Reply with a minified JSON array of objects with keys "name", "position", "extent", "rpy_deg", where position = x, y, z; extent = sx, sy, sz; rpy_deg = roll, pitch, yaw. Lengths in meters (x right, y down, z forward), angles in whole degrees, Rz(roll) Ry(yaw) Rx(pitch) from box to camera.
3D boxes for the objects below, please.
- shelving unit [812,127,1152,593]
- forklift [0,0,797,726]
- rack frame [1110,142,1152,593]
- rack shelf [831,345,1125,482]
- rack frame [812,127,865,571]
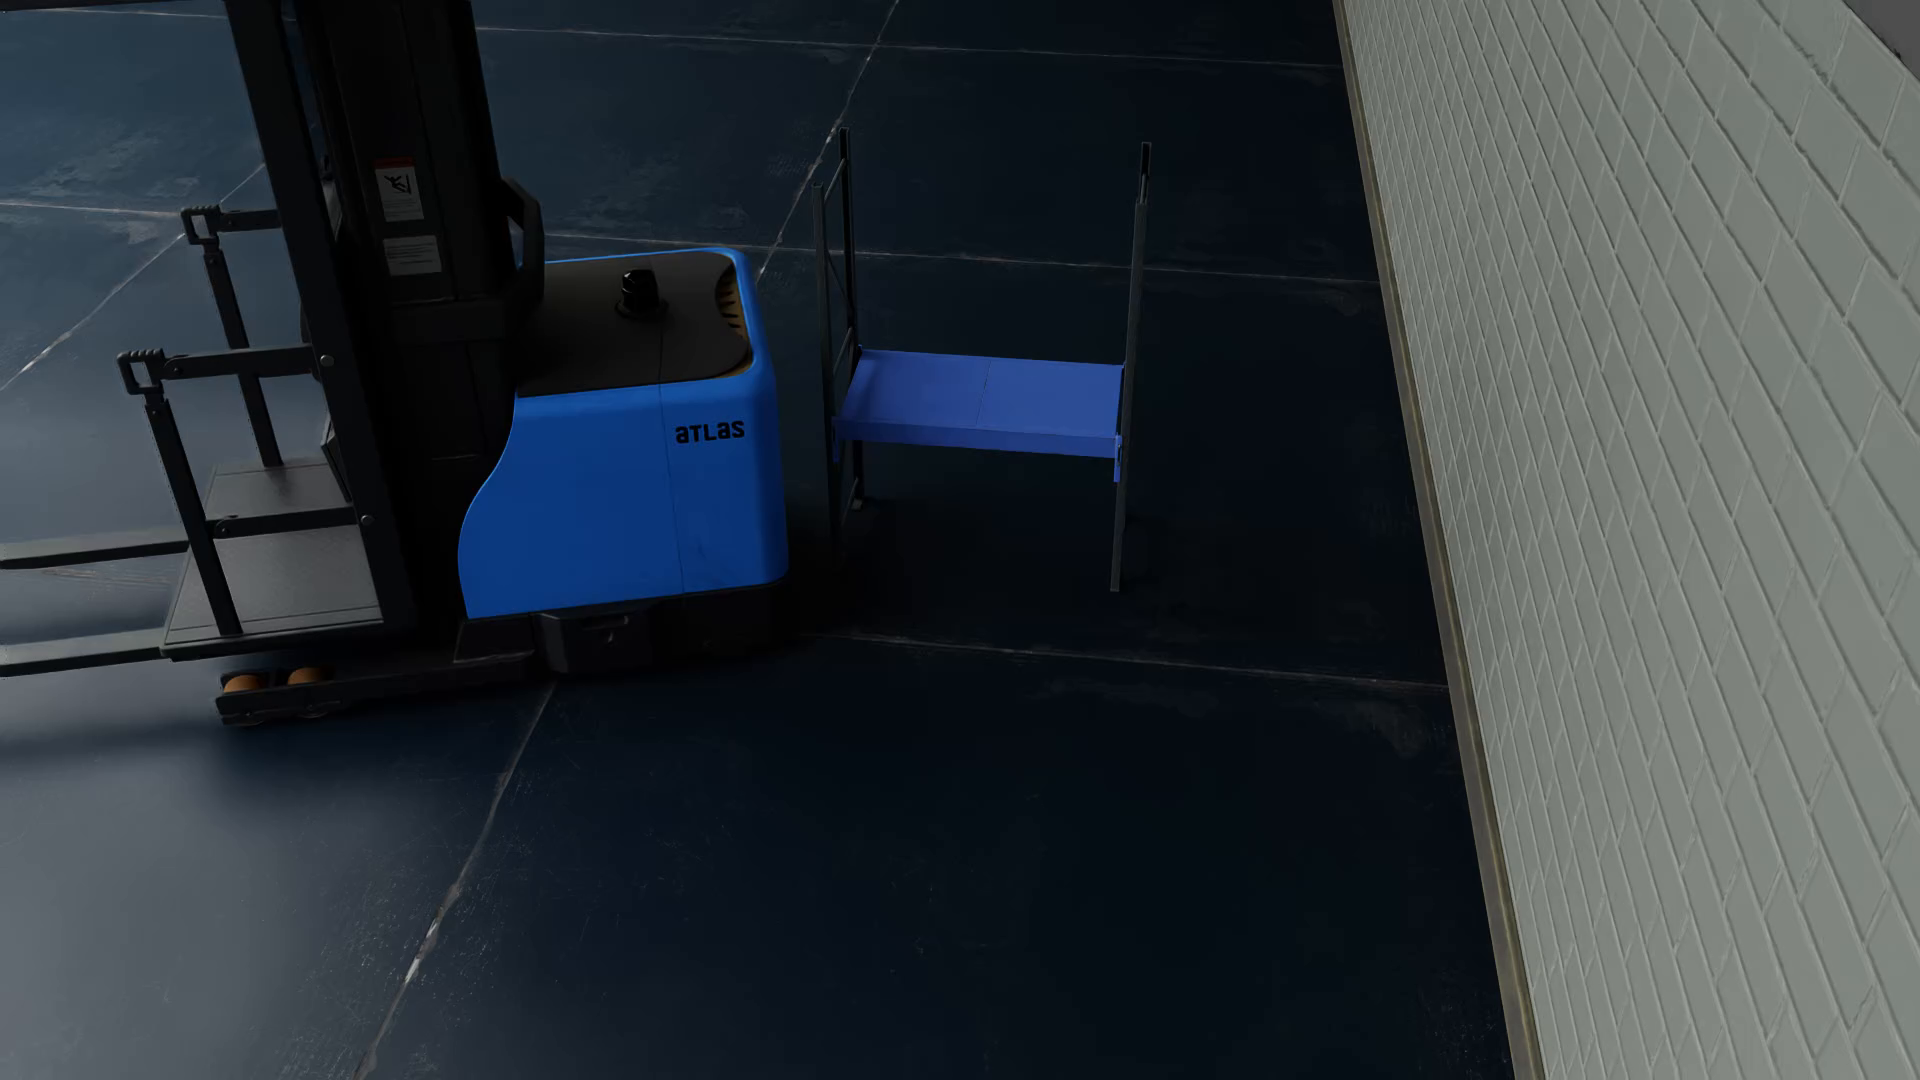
[{"name":"shelving unit","position":[0.085,-0.604,5.805],"extent":[1.048,1.500,0.538],"rpy_deg":[4,36,6]},{"name":"forklift","position":[-2.129,-0.924,5.022],"extent":[3.031,2.935,1.130],"rpy_deg":[-7,36,-9]},{"name":"rack frame","position":[0.589,-0.567,5.753],"extent":[0.032,1.500,0.500],"rpy_deg":[4,36,6]},{"name":"rack shelf","position":[0.085,-0.458,5.910],"extent":[1.000,0.185,0.538],"rpy_deg":[4,36,6]},{"name":"rack frame","position":[-0.420,-0.642,5.858],"extent":[0.032,1.500,0.500],"rpy_deg":[4,36,6]}]
